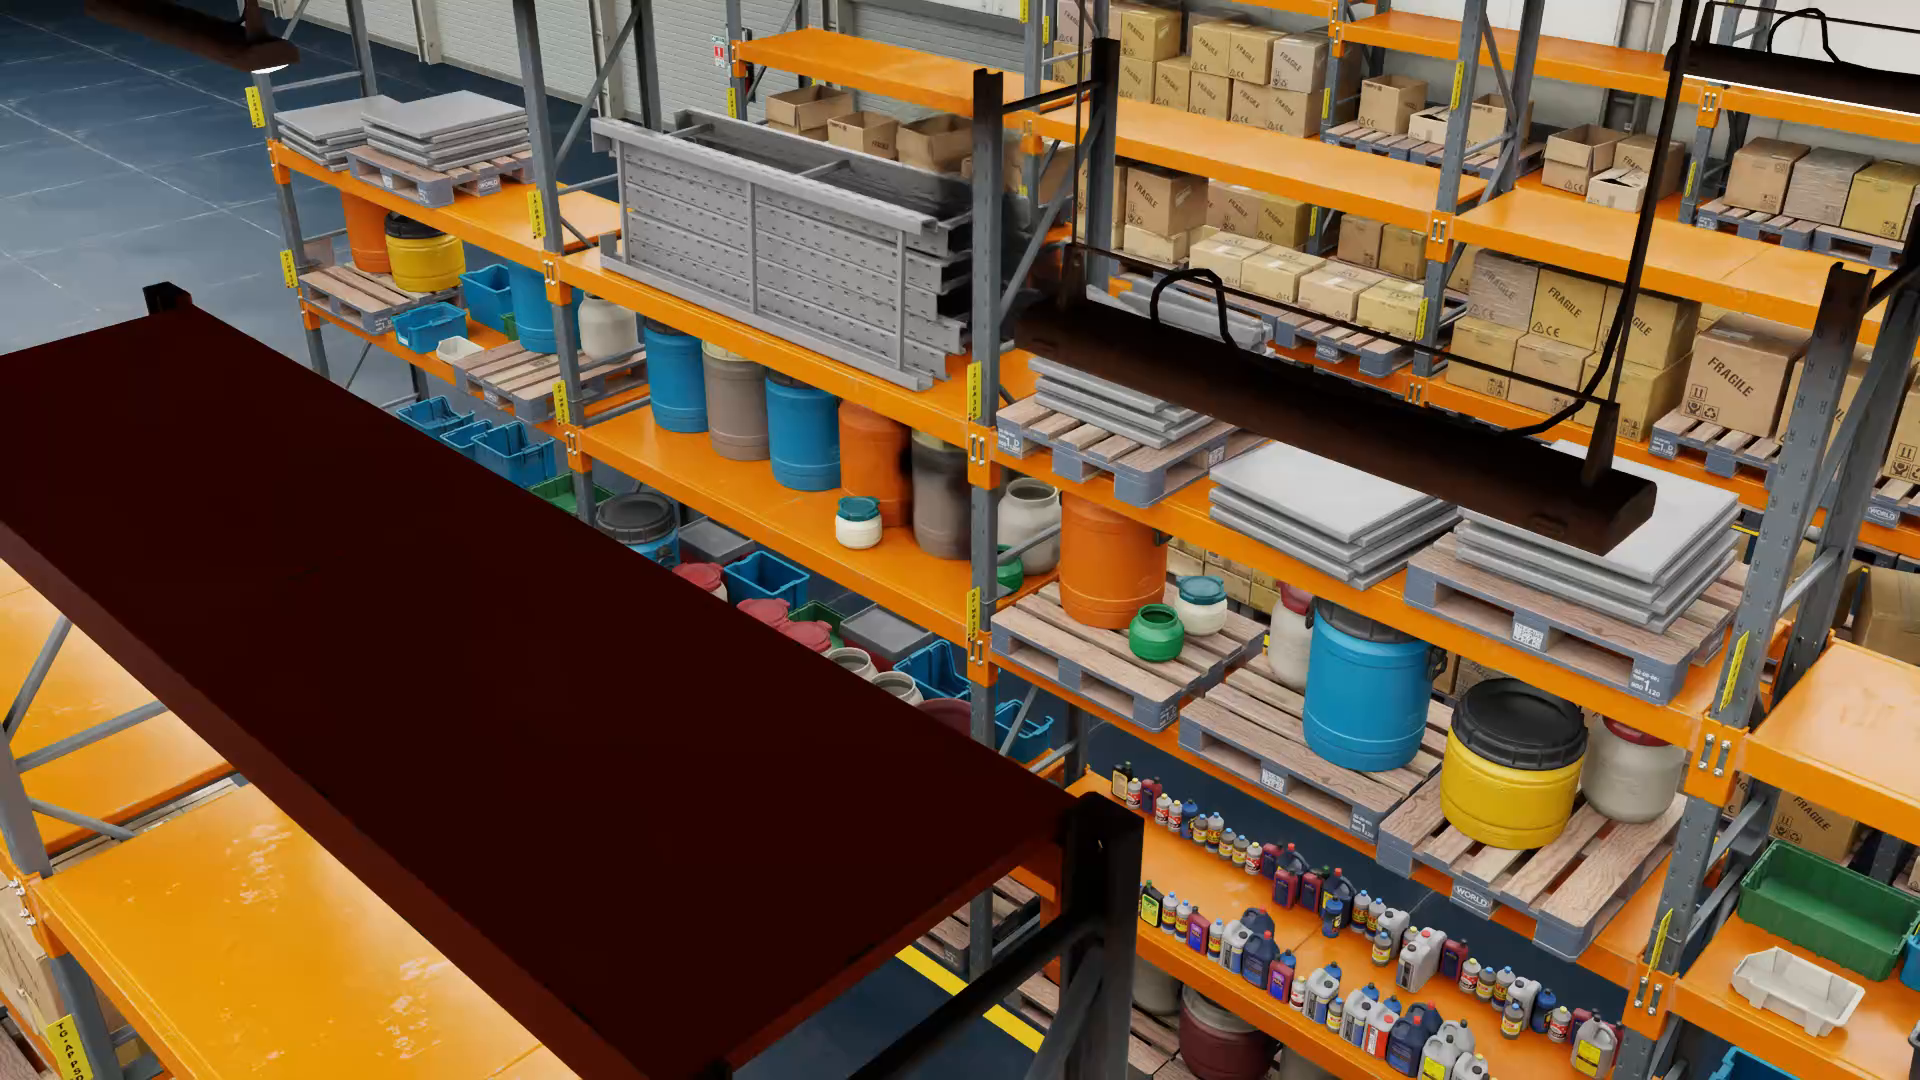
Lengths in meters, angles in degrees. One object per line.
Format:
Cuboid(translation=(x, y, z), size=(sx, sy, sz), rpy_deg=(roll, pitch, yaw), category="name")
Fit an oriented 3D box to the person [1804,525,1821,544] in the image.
Cuboid(translation=(6.781, 0.586, 13.549), size=(0.561, 1.622, 0.595), rpy_deg=(22, 36, 34), category="person")
